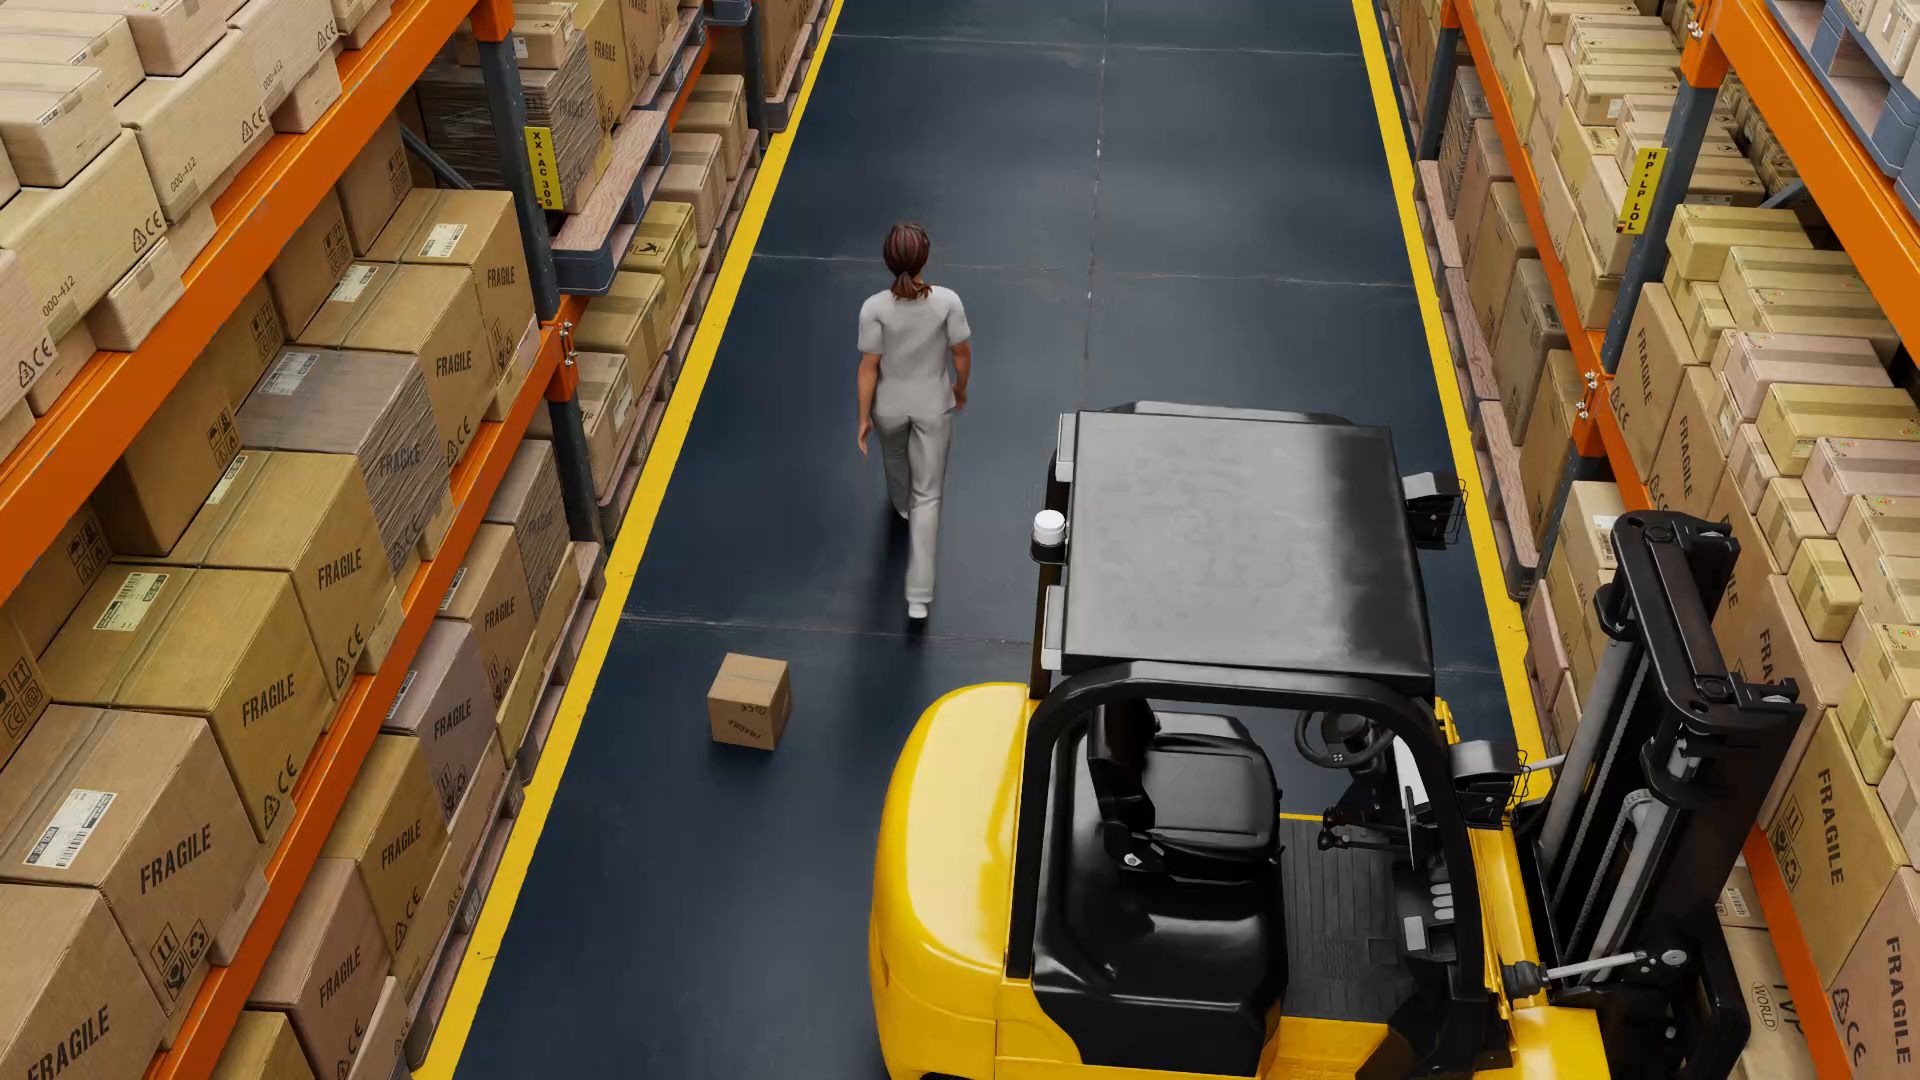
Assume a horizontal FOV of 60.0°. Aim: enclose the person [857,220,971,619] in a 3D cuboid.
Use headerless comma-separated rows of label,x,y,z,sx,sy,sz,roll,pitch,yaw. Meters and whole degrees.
person,-0.186,-0.556,6.833,0.465,1.614,1.056,0,40,0
